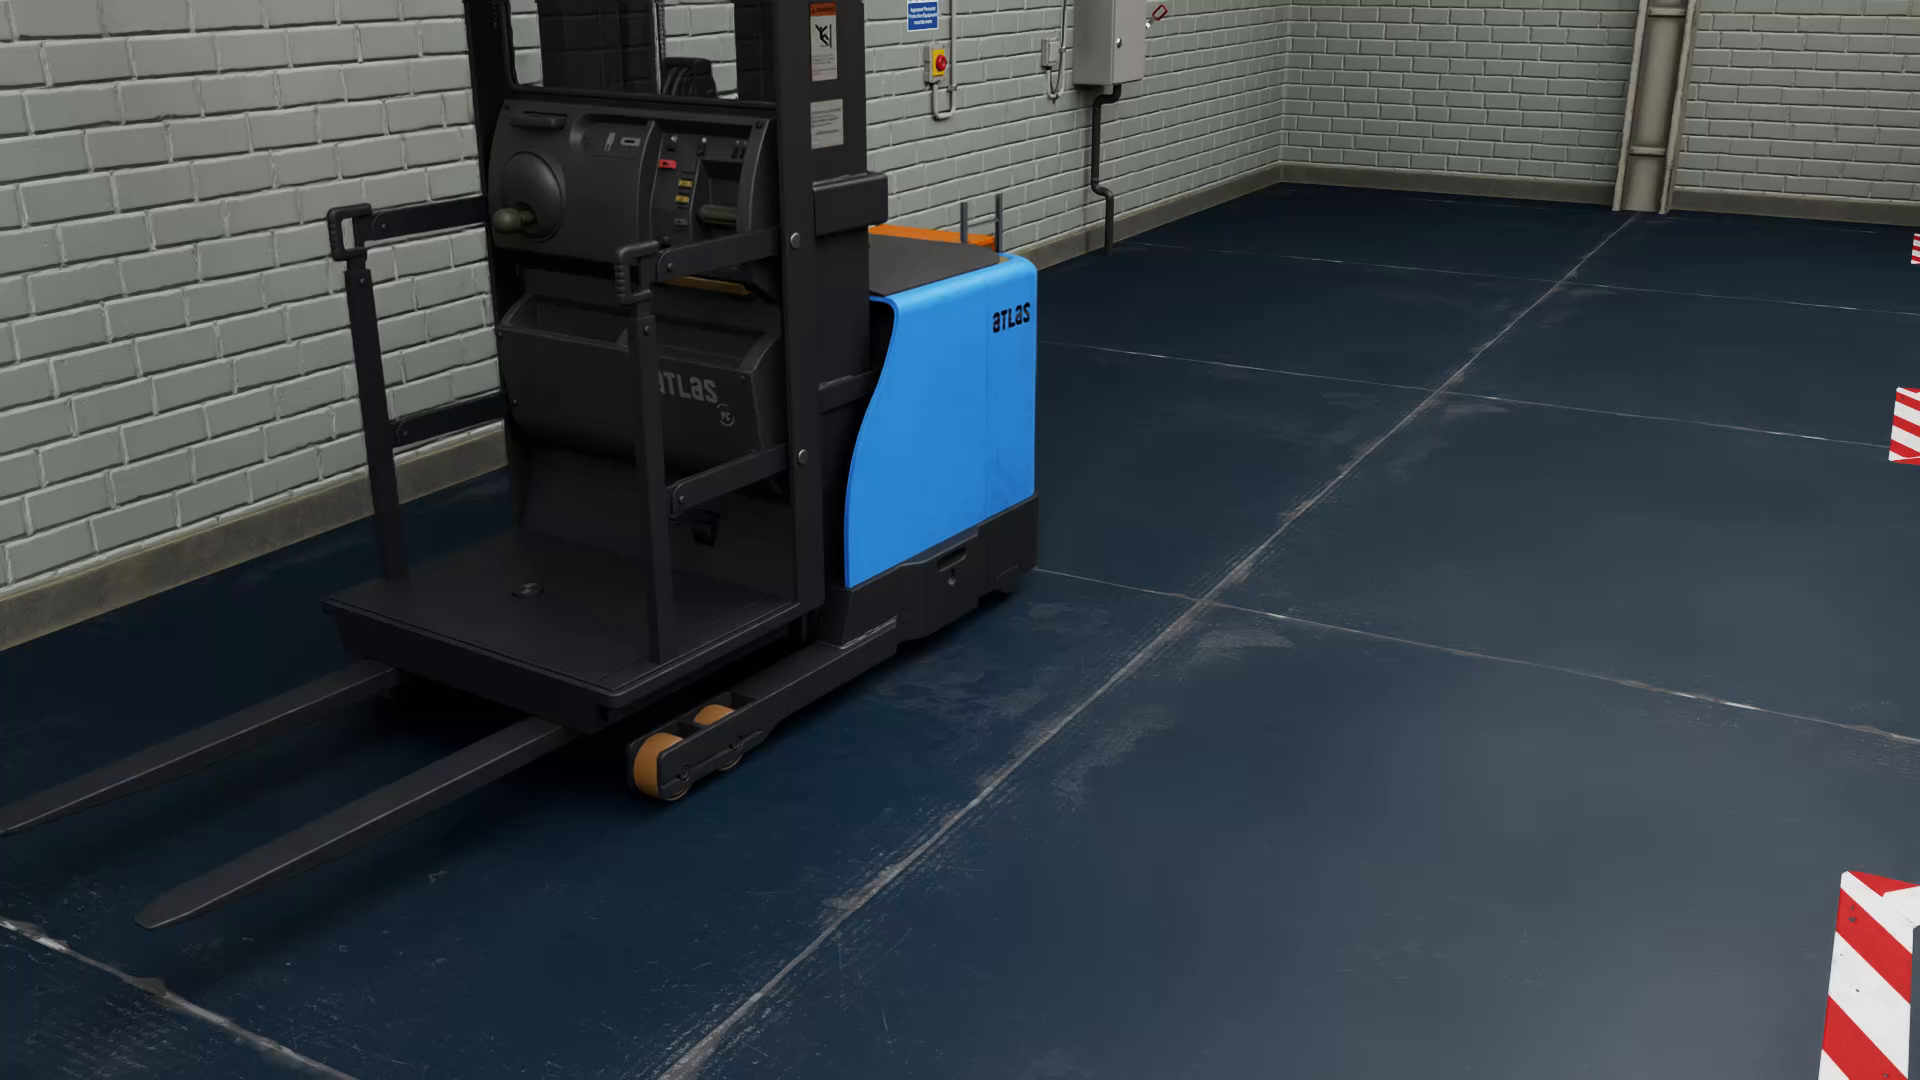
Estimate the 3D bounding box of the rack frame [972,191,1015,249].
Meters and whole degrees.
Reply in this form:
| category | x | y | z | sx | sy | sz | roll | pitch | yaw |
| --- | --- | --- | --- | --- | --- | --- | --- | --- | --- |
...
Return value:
| category | x | y | z | sx | sy | sz | roll | pitch | yaw |
| --- | --- | --- | --- | --- | --- | --- | --- | --- | --- |
| rack frame | 0.112 | -0.569 | 5.673 | 0.015 | 1.200 | 0.240 | 13 | 23 | 31 |

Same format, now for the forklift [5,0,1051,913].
| category | x | y | z | sx | sy | sz | roll | pitch | yaw |
| --- | --- | --- | --- | --- | --- | --- | --- | --- | --- |
| forklift | -0.939 | -0.941 | 4.160 | 1.130 | 2.935 | 3.031 | 13 | 24 | 31 |

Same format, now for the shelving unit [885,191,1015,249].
| category | x | y | z | sx | sy | sz | roll | pitch | yaw |
| --- | --- | --- | --- | --- | --- | --- | --- | --- | --- |
| shelving unit | -0.092 | -0.614 | 5.798 | 0.503 | 1.200 | 0.258 | 13 | 23 | 31 |

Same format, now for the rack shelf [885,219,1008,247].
| category | x | y | z | sx | sy | sz | roll | pitch | yaw |
| --- | --- | --- | --- | --- | --- | --- | --- | --- | --- |
| rack shelf | -0.092 | -0.983 | 5.664 | 0.480 | 0.148 | 0.258 | 13 | 23 | 31 |

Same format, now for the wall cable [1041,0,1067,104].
| category | x | y | z | sx | sy | sz | roll | pitch | yaw |
| --- | --- | --- | --- | --- | --- | --- | --- | --- | --- |
| wall cable | 0.560 | -3.625 | 9.971 | 0.122 | 1.984 | 0.588 | 11 | 23 | 27 |

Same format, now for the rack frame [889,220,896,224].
| category | x | y | z | sx | sy | sz | roll | pitch | yaw |
| --- | --- | --- | --- | --- | --- | --- | --- | --- | --- |
| rack frame | -0.297 | -0.660 | 5.924 | 0.015 | 1.200 | 0.240 | 13 | 23 | 31 |

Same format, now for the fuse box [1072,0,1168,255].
| category | x | y | z | sx | sy | sz | roll | pitch | yaw |
| --- | --- | --- | --- | --- | --- | --- | --- | --- | --- |
| fuse box | 1.030 | -2.719 | 10.852 | 0.414 | 1.711 | 0.539 | 11 | 23 | 27 |

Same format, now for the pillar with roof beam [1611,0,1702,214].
| category | x | y | z | sx | sy | sz | roll | pitch | yaw |
| --- | --- | --- | --- | --- | --- | --- | --- | --- | --- |
| pillar with roof beam | 3.216 | -5.527 | 7.904 | 0.400 | 9.000 | 9.100 | 11 | 23 | 27 |

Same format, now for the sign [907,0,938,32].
| category | x | y | z | sx | sy | sz | roll | pitch | yaw |
| --- | --- | --- | --- | --- | --- | --- | --- | --- | --- |
| sign | -0.198 | -2.847 | 8.917 | 0.001 | 0.218 | 0.327 | 11 | 23 | 27 |

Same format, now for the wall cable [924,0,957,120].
| category | x | y | z | sx | sy | sz | roll | pitch | yaw |
| --- | --- | --- | --- | --- | --- | --- | --- | --- | --- |
| wall cable | -0.121 | -3.216 | 8.796 | 0.123 | 1.953 | 0.585 | 11 | 23 | 27 |
